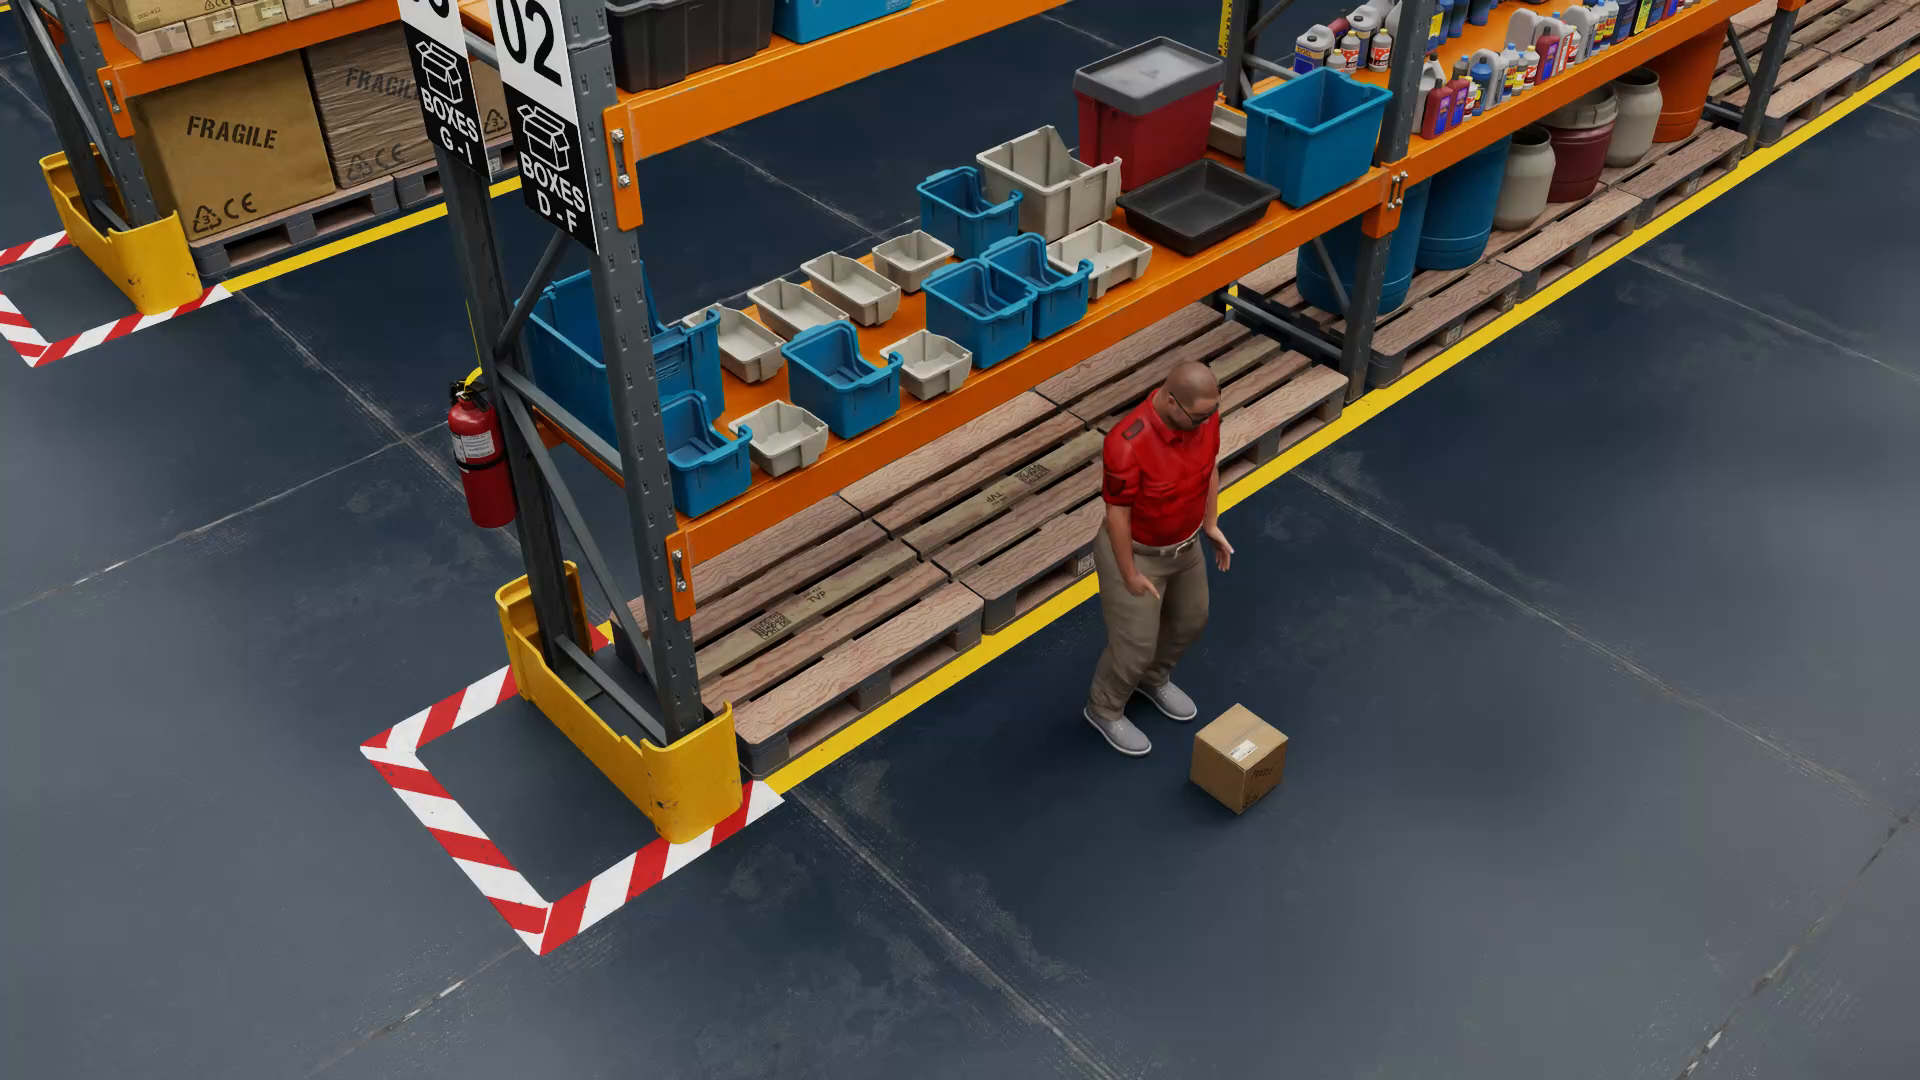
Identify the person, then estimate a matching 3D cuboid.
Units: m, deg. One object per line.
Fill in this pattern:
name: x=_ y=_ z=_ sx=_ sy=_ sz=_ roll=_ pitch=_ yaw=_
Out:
person: x=0.737 y=0.037 z=6.157 sx=0.547 sy=1.699 sz=0.389 roll=-29 pitch=48 yaw=-30
